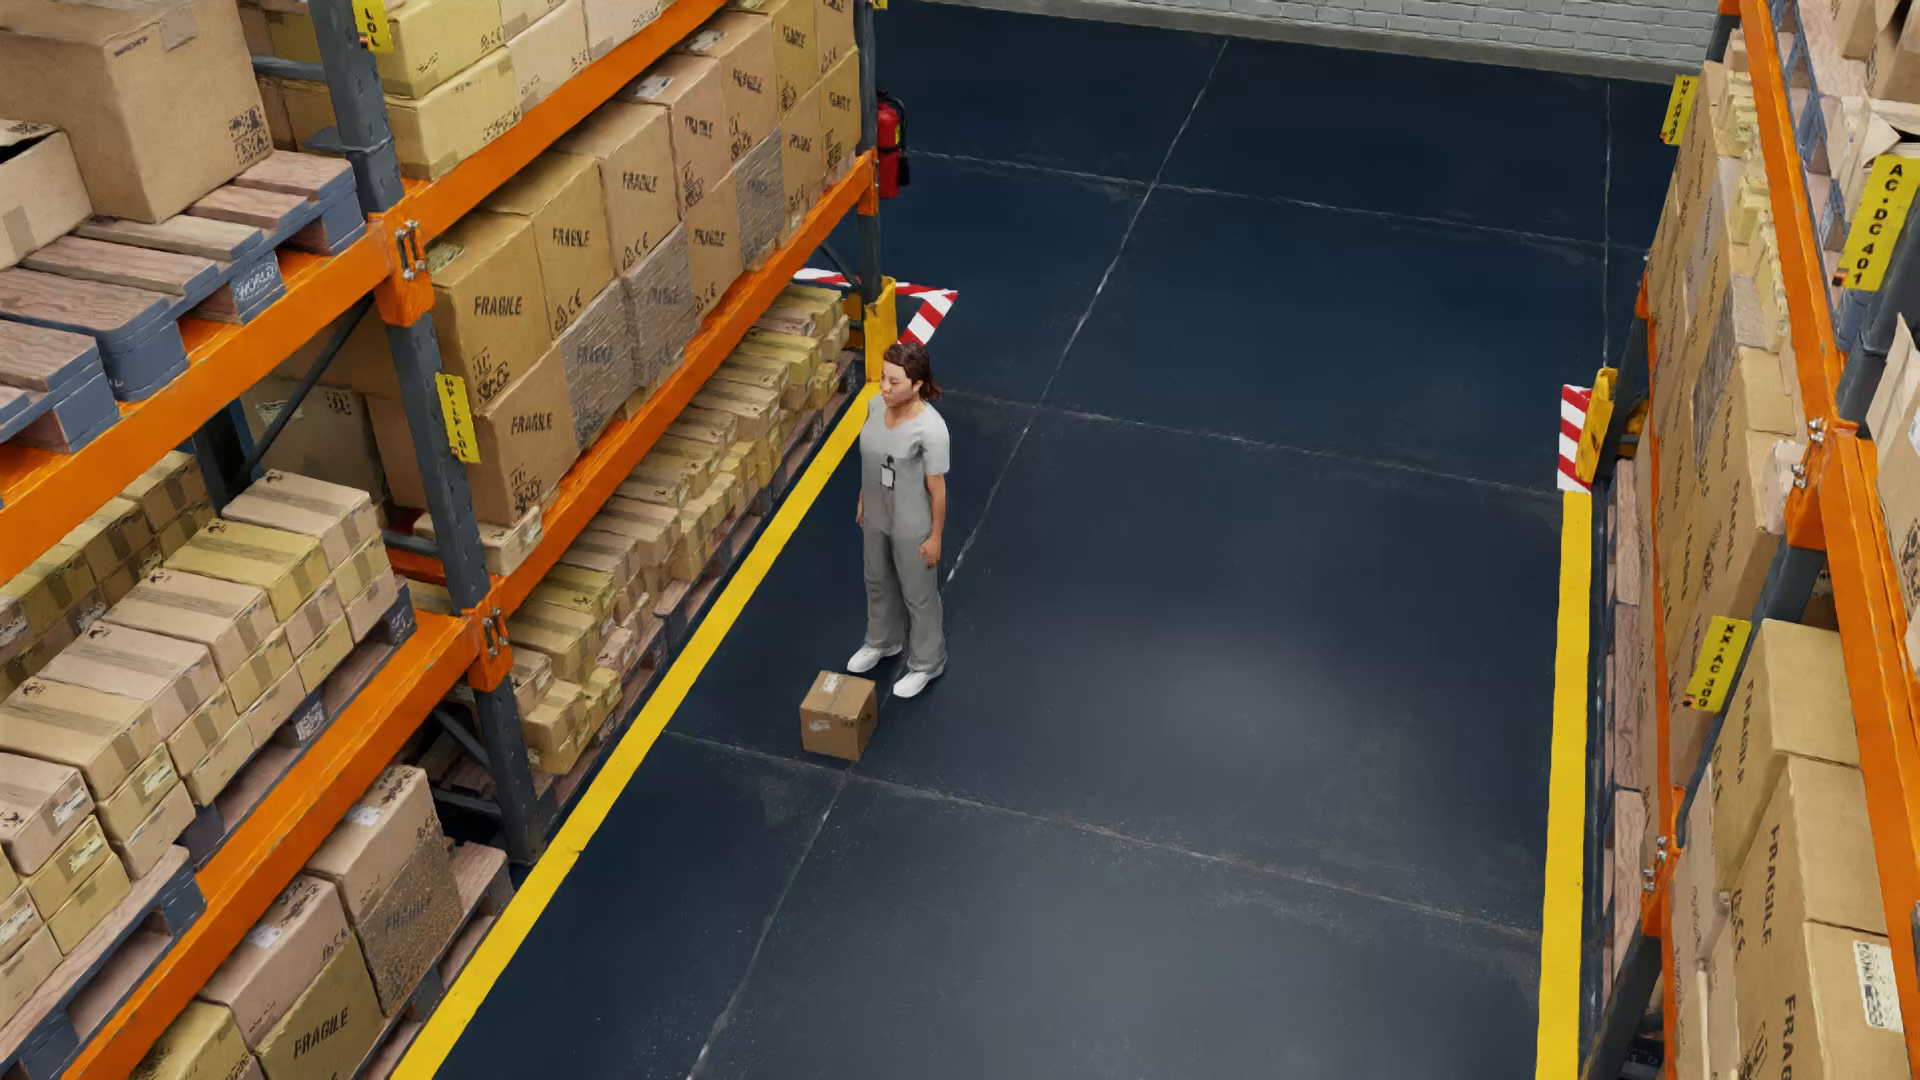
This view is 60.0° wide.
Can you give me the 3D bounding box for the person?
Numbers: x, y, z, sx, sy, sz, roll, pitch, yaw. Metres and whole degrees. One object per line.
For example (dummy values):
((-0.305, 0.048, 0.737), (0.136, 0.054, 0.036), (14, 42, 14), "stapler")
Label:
((-0.250, -0.084, 6.981), (0.465, 1.670, 0.397), (30, 47, 34), "person")
